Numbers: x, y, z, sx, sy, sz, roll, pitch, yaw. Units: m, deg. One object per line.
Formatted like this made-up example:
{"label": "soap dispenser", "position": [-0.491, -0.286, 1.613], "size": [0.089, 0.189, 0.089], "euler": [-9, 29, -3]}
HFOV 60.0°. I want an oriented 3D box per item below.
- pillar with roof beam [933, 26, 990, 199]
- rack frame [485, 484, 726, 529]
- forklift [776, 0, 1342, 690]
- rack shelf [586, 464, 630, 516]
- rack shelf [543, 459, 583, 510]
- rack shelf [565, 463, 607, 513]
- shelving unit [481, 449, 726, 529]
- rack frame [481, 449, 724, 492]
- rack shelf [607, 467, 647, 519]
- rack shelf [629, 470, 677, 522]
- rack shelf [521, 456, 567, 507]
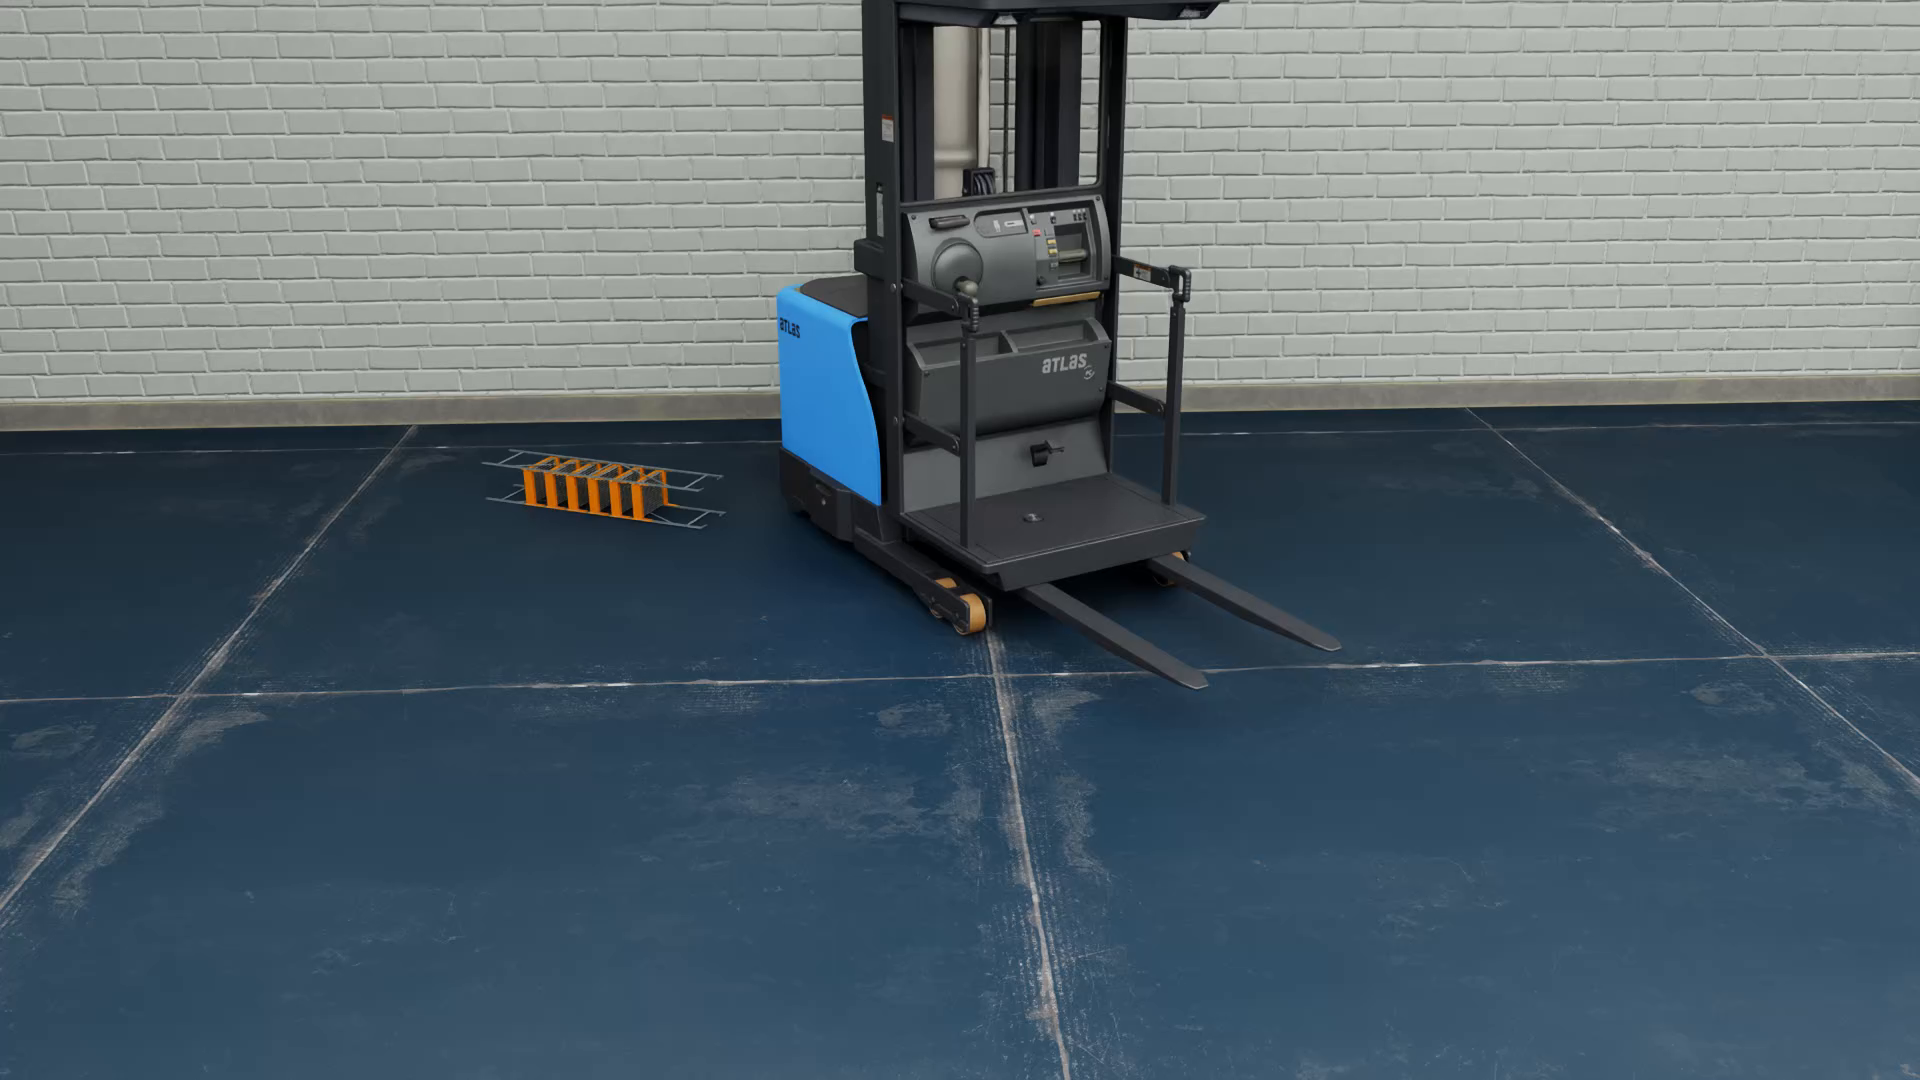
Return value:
{"label": "pillar with roof beam", "position": [0.191, -3.342, 3.751], "size": [0.400, 9.000, 9.100], "euler": [-1, 21, -3]}
{"label": "rack frame", "position": [-1.720, -0.166, 8.039], "size": [1.200, 0.006, 0.240], "euler": [8, 22, 20]}
{"label": "forklift", "position": [0.319, -1.178, 6.595], "size": [1.130, 2.935, 3.031], "euler": [-12, 24, -28]}
{"label": "rack shelf", "position": [-1.679, -0.246, 7.991], "size": [0.103, 0.180, 0.258], "euler": [8, 22, 20]}
{"label": "rack shelf", "position": [-1.903, -0.276, 8.073], "size": [0.103, 0.180, 0.258], "euler": [8, 22, 20]}
{"label": "rack shelf", "position": [-1.791, -0.261, 8.032], "size": [0.103, 0.180, 0.258], "euler": [8, 22, 20]}
{"label": "shelving unit", "position": [-1.721, -0.252, 8.006], "size": [1.200, 0.189, 0.258], "euler": [8, 22, 20]}
{"label": "rack frame", "position": [-1.721, -0.337, 7.974], "size": [1.200, 0.006, 0.240], "euler": [8, 22, 20]}
{"label": "rack shelf", "position": [-1.568, -0.231, 7.950], "size": [0.103, 0.180, 0.258], "euler": [8, 22, 20]}
{"label": "rack shelf", "position": [-1.456, -0.216, 7.909], "size": [0.103, 0.180, 0.258], "euler": [8, 22, 20]}
{"label": "rack shelf", "position": [-2.015, -0.291, 8.114], "size": [0.103, 0.180, 0.258], "euler": [8, 22, 20]}
